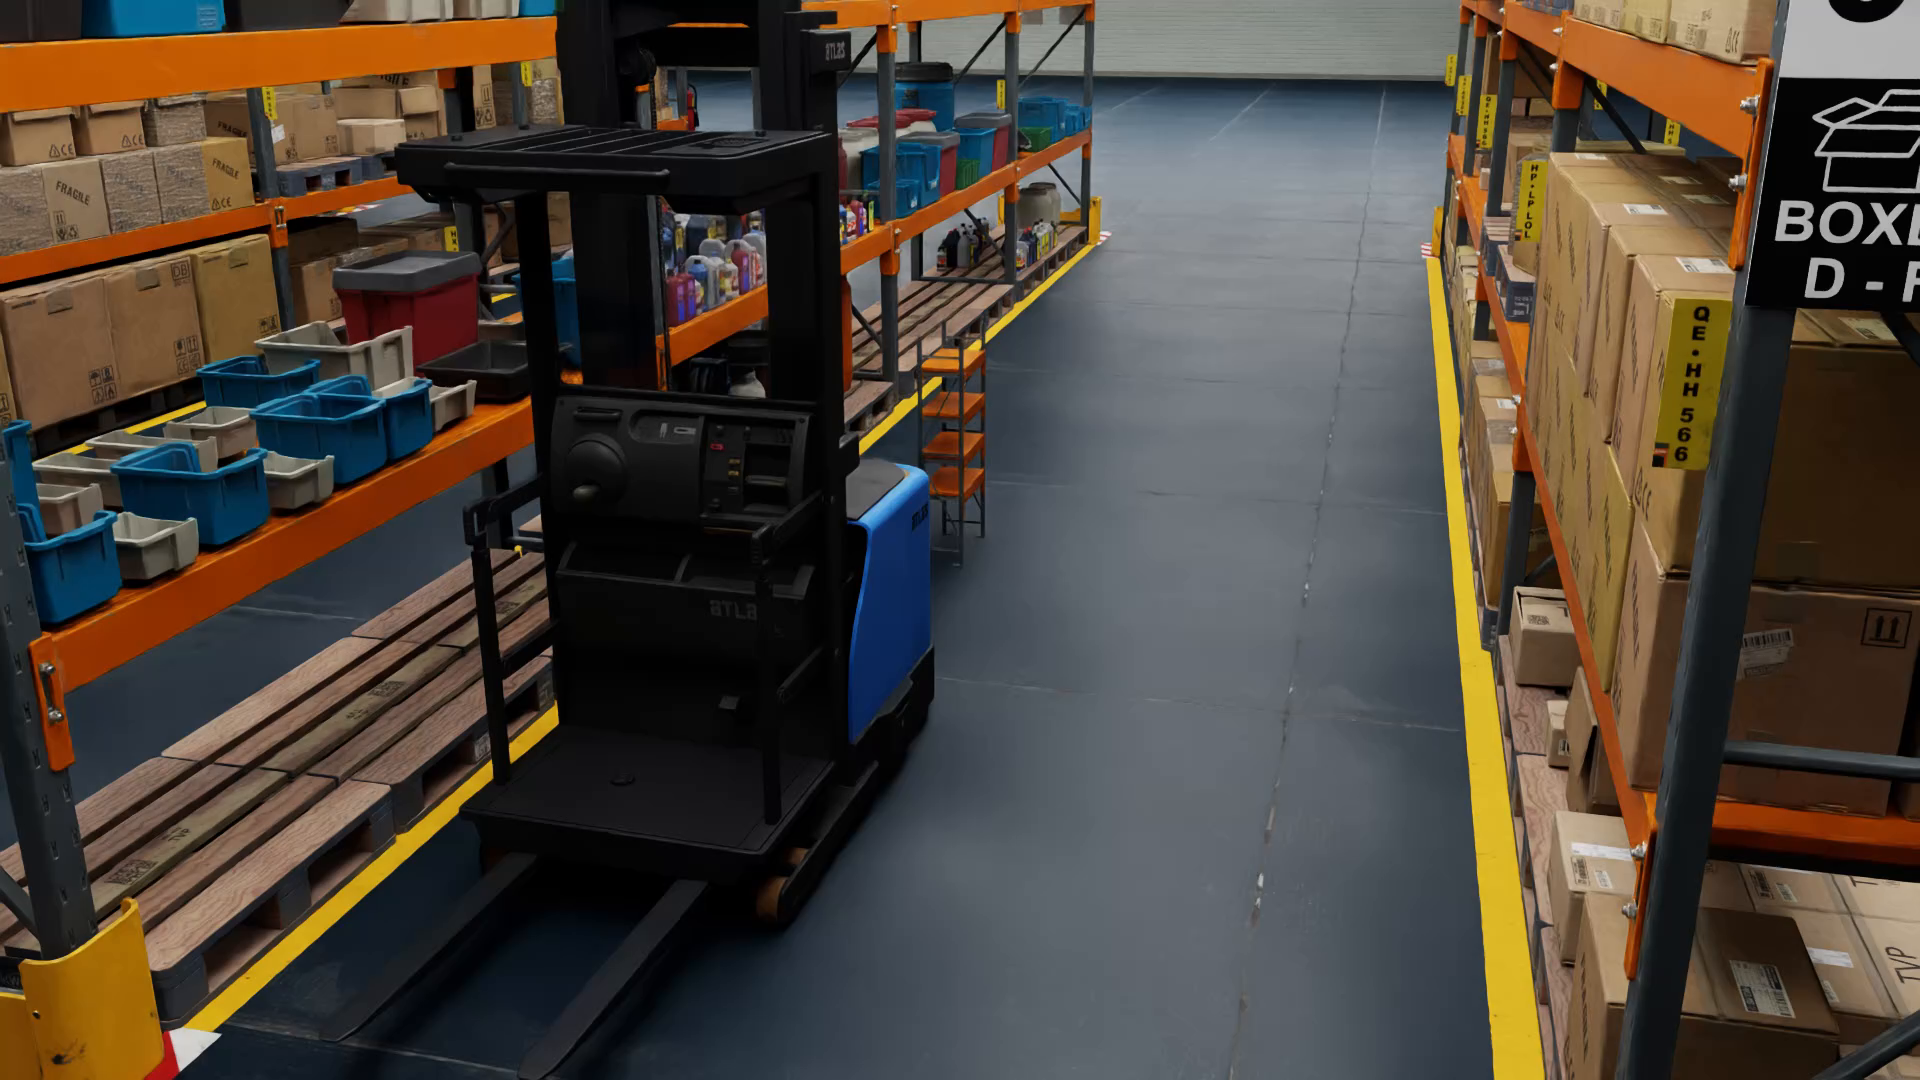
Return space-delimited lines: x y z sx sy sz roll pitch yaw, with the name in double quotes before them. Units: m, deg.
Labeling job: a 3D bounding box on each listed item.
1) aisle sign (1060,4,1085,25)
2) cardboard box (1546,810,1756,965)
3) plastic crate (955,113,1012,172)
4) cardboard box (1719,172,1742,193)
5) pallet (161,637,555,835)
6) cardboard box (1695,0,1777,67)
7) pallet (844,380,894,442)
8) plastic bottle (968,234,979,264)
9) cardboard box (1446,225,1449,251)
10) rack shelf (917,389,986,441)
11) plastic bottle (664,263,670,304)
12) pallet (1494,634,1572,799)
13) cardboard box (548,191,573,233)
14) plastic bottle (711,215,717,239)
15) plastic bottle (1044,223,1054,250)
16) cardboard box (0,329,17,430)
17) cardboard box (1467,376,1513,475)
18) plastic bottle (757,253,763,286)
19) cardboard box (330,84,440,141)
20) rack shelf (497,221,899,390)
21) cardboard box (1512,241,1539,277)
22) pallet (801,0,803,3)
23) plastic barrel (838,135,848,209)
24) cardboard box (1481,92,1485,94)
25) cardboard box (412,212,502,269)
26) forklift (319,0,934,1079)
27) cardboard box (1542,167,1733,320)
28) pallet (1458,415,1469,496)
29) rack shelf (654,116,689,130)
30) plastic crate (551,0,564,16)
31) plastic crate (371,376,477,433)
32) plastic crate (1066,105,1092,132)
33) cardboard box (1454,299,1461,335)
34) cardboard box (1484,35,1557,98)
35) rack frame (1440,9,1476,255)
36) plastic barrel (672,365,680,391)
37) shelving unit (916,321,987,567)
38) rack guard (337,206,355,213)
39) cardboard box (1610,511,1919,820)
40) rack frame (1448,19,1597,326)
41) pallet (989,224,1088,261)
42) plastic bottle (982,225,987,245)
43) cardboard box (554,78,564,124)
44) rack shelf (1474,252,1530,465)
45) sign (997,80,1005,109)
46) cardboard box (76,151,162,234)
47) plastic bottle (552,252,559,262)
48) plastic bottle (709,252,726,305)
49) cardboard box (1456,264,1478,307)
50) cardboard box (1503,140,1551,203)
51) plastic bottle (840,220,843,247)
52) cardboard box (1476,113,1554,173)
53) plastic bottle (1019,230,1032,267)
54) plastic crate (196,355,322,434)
"aisle sign" 1.316 -6.179 18.615 0.394 0.787 0.004 5 19 13
"cardboard box" 2.059 1.065 5.001 0.500 0.250 0.500 5 19 13
"plastic crate" 0.212 -3.550 14.842 0.402 0.464 0.583 5 19 13
"cardboard box" 2.886 -0.977 5.705 0.500 0.500 0.500 4 19 12
"pallet" -2.359 0.748 6.670 1.003 0.211 1.213 5 19 13
"cardboard box" 1.774 -1.073 3.279 0.500 0.250 0.500 5 19 13
"pallet" -1.096 -0.872 11.414 1.003 0.211 1.213 5 19 13
"plastic bottle" 0.108 -2.896 16.559 0.152 0.276 0.135 5 19 13
"cardboard box" 5.348 -3.147 17.365 0.500 0.250 0.500 5 19 13
"rack shelf" -0.040 -0.664 8.791 0.258 0.148 0.480 5 19 13
"plastic bottle" -1.511 -1.262 8.319 0.144 0.351 0.185 5 19 13
"pallet" 2.712 0.739 6.698 1.003 0.211 1.213 5 19 13
"cardboard box" -4.425 -3.606 18.322 0.500 0.500 0.500 3 19 9
"plastic bottle" -1.610 -2.021 10.645 0.061 0.283 0.133 5 19 13
"plastic bottle" 0.899 -3.182 17.395 0.152 0.276 0.135 5 19 14
"cardboard box" -6.587 -0.975 10.039 1.225 0.875 0.875 5 19 14
"cardboard box" 3.220 -0.634 9.589 0.500 0.500 0.500 4 19 13
"plastic bottle" -1.158 -1.534 9.345 0.097 0.201 0.097 0 19 0
"cardboard box" -5.104 -3.784 14.816 0.797 0.503 0.637 7 20 19
"rack shelf" -1.433 -1.475 9.978 1.077 0.370 4.000 5 19 13
"cardboard box" 3.253 -1.601 8.429 0.700 0.500 0.500 0 19 -1
"pallet" -1.550 -3.128 9.355 1.003 0.211 1.213 5 19 13
"plastic barrel" -1.124 -2.676 12.171 0.600 0.536 0.708 5 19 13
"cardboard box" 4.818 -3.920 14.864 0.380 0.149 0.250 4 19 12
"cardboard box" -4.940 -2.922 16.287 0.700 0.500 0.500 3 19 9
"forklift" -1.008 -0.260 5.413 1.130 2.935 3.031 5 20 15
"cardboard box" 2.367 -1.029 5.859 0.500 0.500 0.500 4 19 12
"pallet" 3.639 -0.499 10.322 1.003 0.211 1.213 5 19 13
"rack shelf" -4.281 -4.373 18.464 1.077 0.370 4.000 5 19 13
"plastic crate" -1.732 -2.351 7.117 0.450 0.188 0.662 5 19 13
"plastic crate" -2.055 -0.522 6.392 0.293 0.136 0.466 5 19 13
"plastic crate" 1.178 -4.699 18.533 0.499 0.251 0.616 5 19 13
"cardboard box" 4.247 -1.772 13.338 0.500 0.250 0.500 4 19 12
"cardboard box" 4.938 -4.104 14.401 0.700 0.500 0.500 5 19 14
"rack frame" 5.813 -4.557 17.889 1.000 3.000 0.127 5 19 13
"plastic barrel" -1.772 -0.563 8.793 0.600 0.901 0.708 5 19 13
"shelving unit" -0.040 -0.516 8.842 0.258 1.200 0.503 5 19 13
"rack guard" -8.571 -4.589 21.849 1.175 0.500 0.348 5 19 13
"cardboard box" 1.749 0.248 3.665 0.500 0.500 0.500 5 20 15
"rack frame" 4.836 -3.304 14.219 1.000 3.000 0.127 5 19 13
"pallet" 0.834 -3.348 18.664 1.003 0.211 1.213 5 19 13
"plastic bottle" 0.240 -3.257 17.732 0.097 0.201 0.097 0 19 0
"cardboard box" -4.443 -4.565 17.298 0.875 0.500 0.500 5 19 13
"rack shelf" 3.370 -1.082 8.829 1.077 0.370 4.000 5 19 13
"sign" 0.478 -5.125 19.124 0.100 0.325 0.005 5 19 13
"cardboard box" -5.878 -2.388 11.382 0.500 0.500 0.500 4 19 12
"plastic bottle" -2.126 -1.358 8.704 0.061 0.283 0.133 5 19 13
"plastic bottle" -1.295 -1.391 8.820 0.097 0.271 0.097 0 19 0
"cardboard box" 4.240 -2.038 13.250 0.500 0.311 0.500 4 19 12
"cardboard box" 4.252 -2.624 12.075 0.500 0.500 0.500 4 19 10
"plastic bottle" -0.803 -1.989 10.678 0.097 0.201 0.097 0 19 0
"cardboard box" 4.938 -3.490 14.611 0.700 0.500 0.500 4 19 12
"plastic bottle" 0.633 -2.871 16.369 0.144 0.351 0.185 5 20 15
"plastic crate" -2.645 -0.548 6.317 0.416 0.233 0.300 5 19 13
